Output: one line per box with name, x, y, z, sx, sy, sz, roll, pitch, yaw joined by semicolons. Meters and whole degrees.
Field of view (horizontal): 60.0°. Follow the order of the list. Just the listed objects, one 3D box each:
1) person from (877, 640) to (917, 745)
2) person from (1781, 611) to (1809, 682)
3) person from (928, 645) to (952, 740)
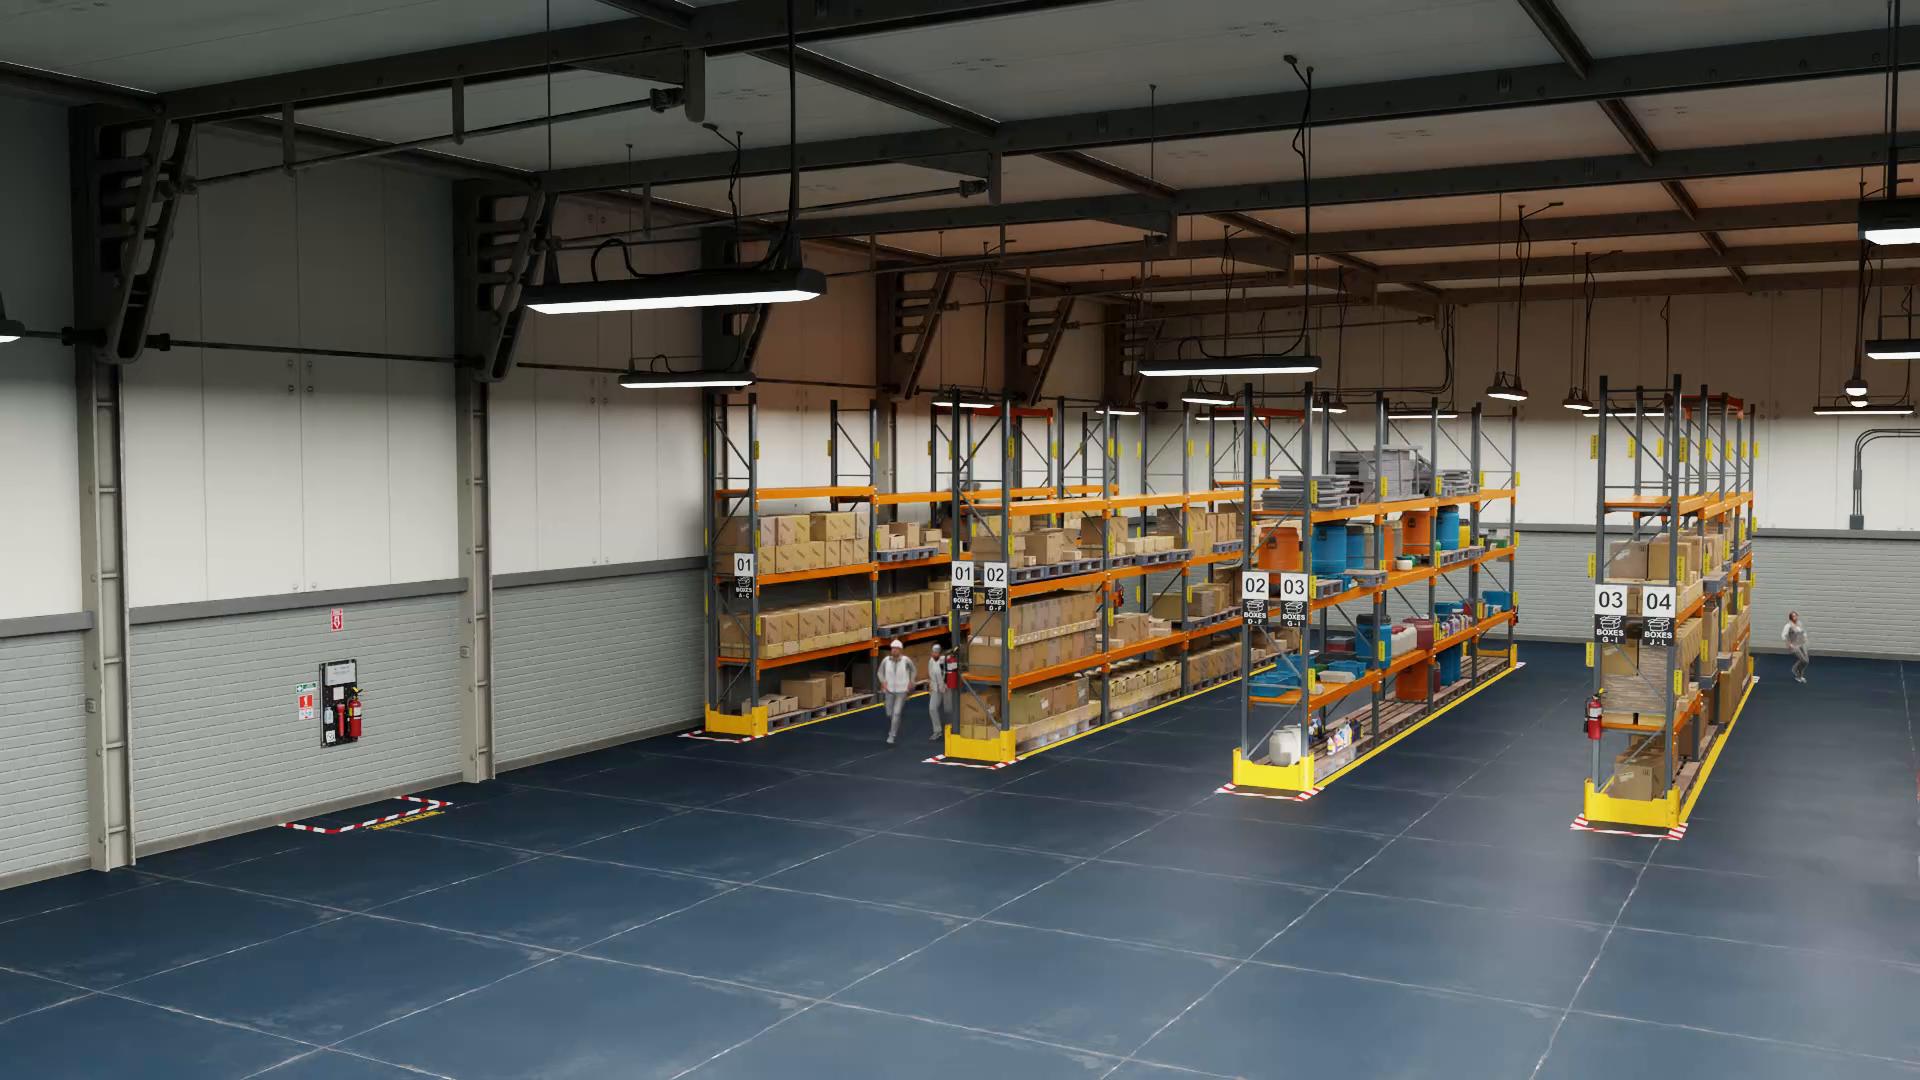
person;-1.087;2.592;28.660;0.684;1.762;0.849;0;3;8
person;18.069;2.312;35.877;0.583;1.548;0.465;-1;3;-13
person;-0.295;2.641;29.134;0.606;1.662;0.908;2;3;26
